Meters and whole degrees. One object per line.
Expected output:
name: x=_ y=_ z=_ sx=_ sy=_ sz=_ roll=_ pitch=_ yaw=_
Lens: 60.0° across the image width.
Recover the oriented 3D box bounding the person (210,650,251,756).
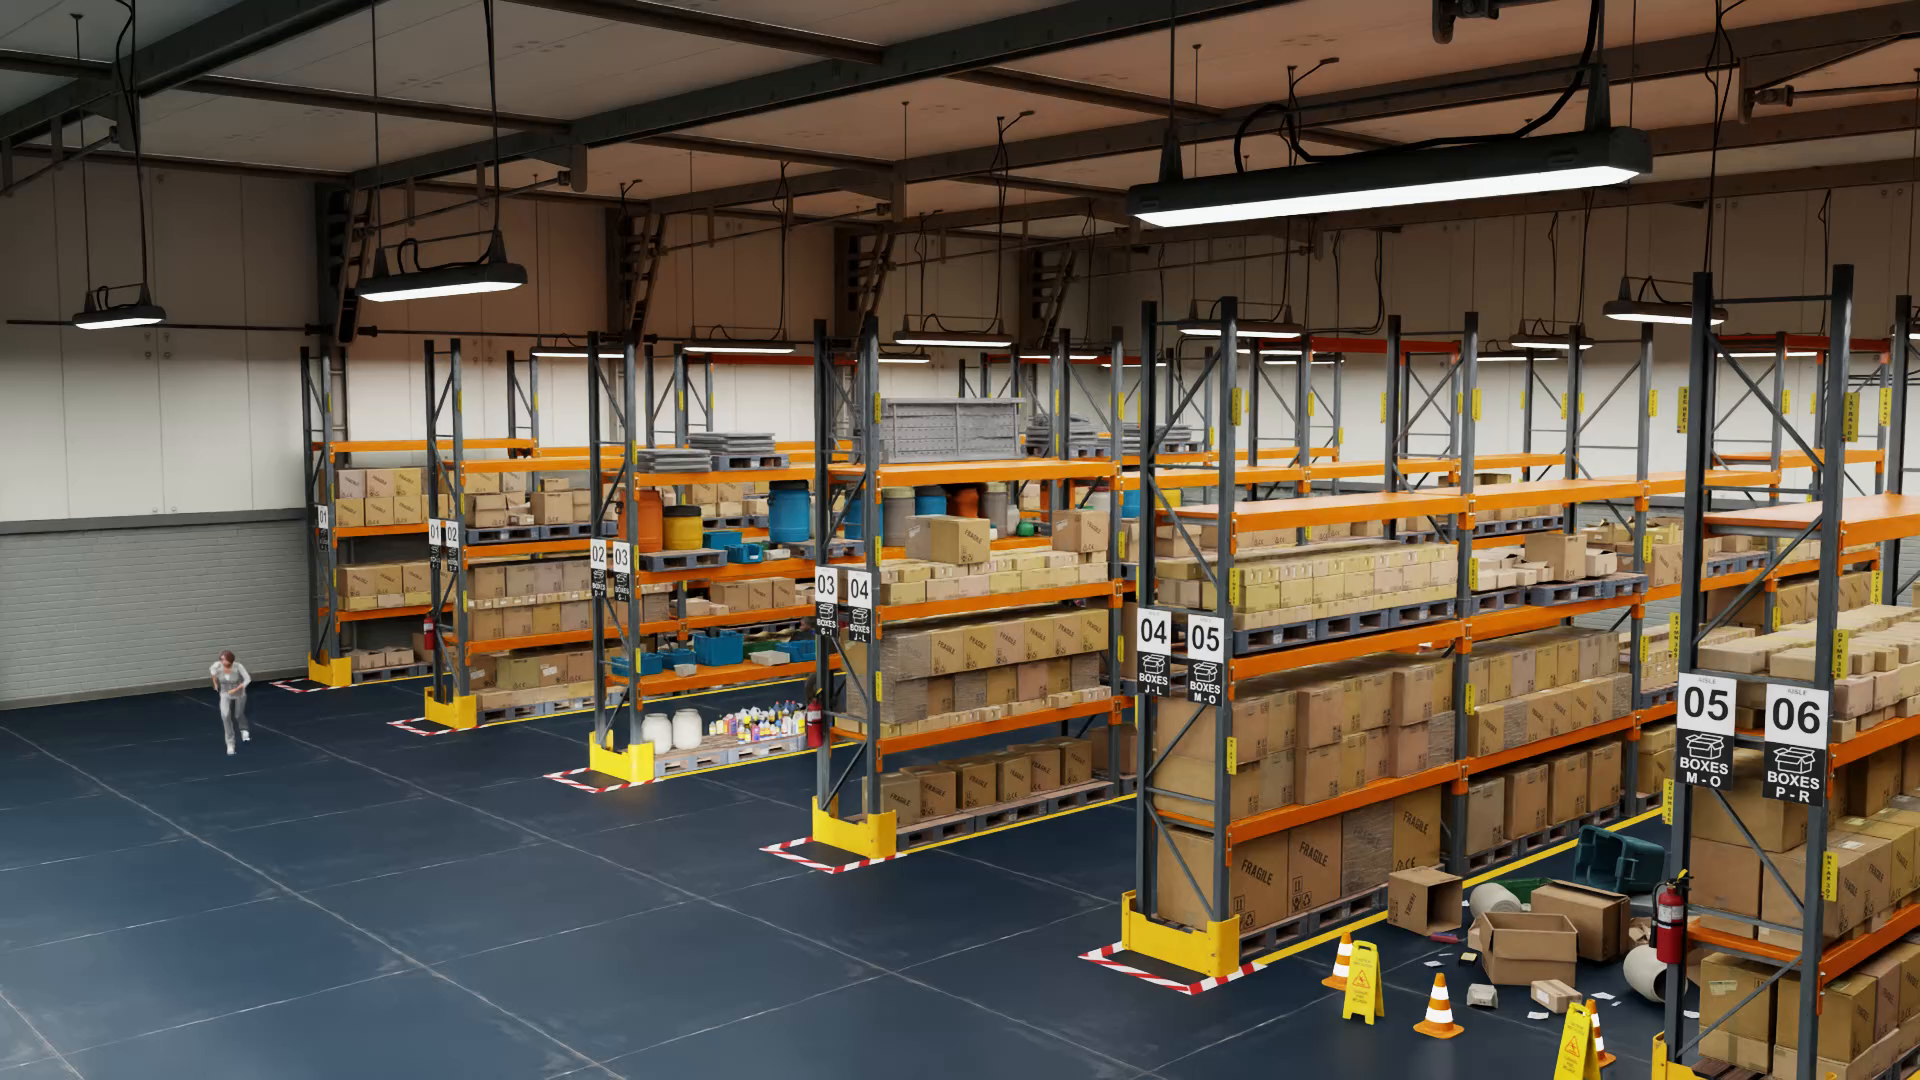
person: x=-10.533 y=2.309 z=24.121 sx=0.579 sy=1.543 sz=0.905 roll=-1 pitch=5 yaw=-7

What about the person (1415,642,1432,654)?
person: x=6.693 y=2.222 z=23.792 sx=0.651 sy=1.715 sz=0.704 roll=3 pitch=6 yaw=33

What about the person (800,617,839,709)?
person: x=-2.285 y=2.026 z=26.483 sx=0.967 sy=1.627 sz=0.582 roll=-4 pitch=7 yaw=-41
